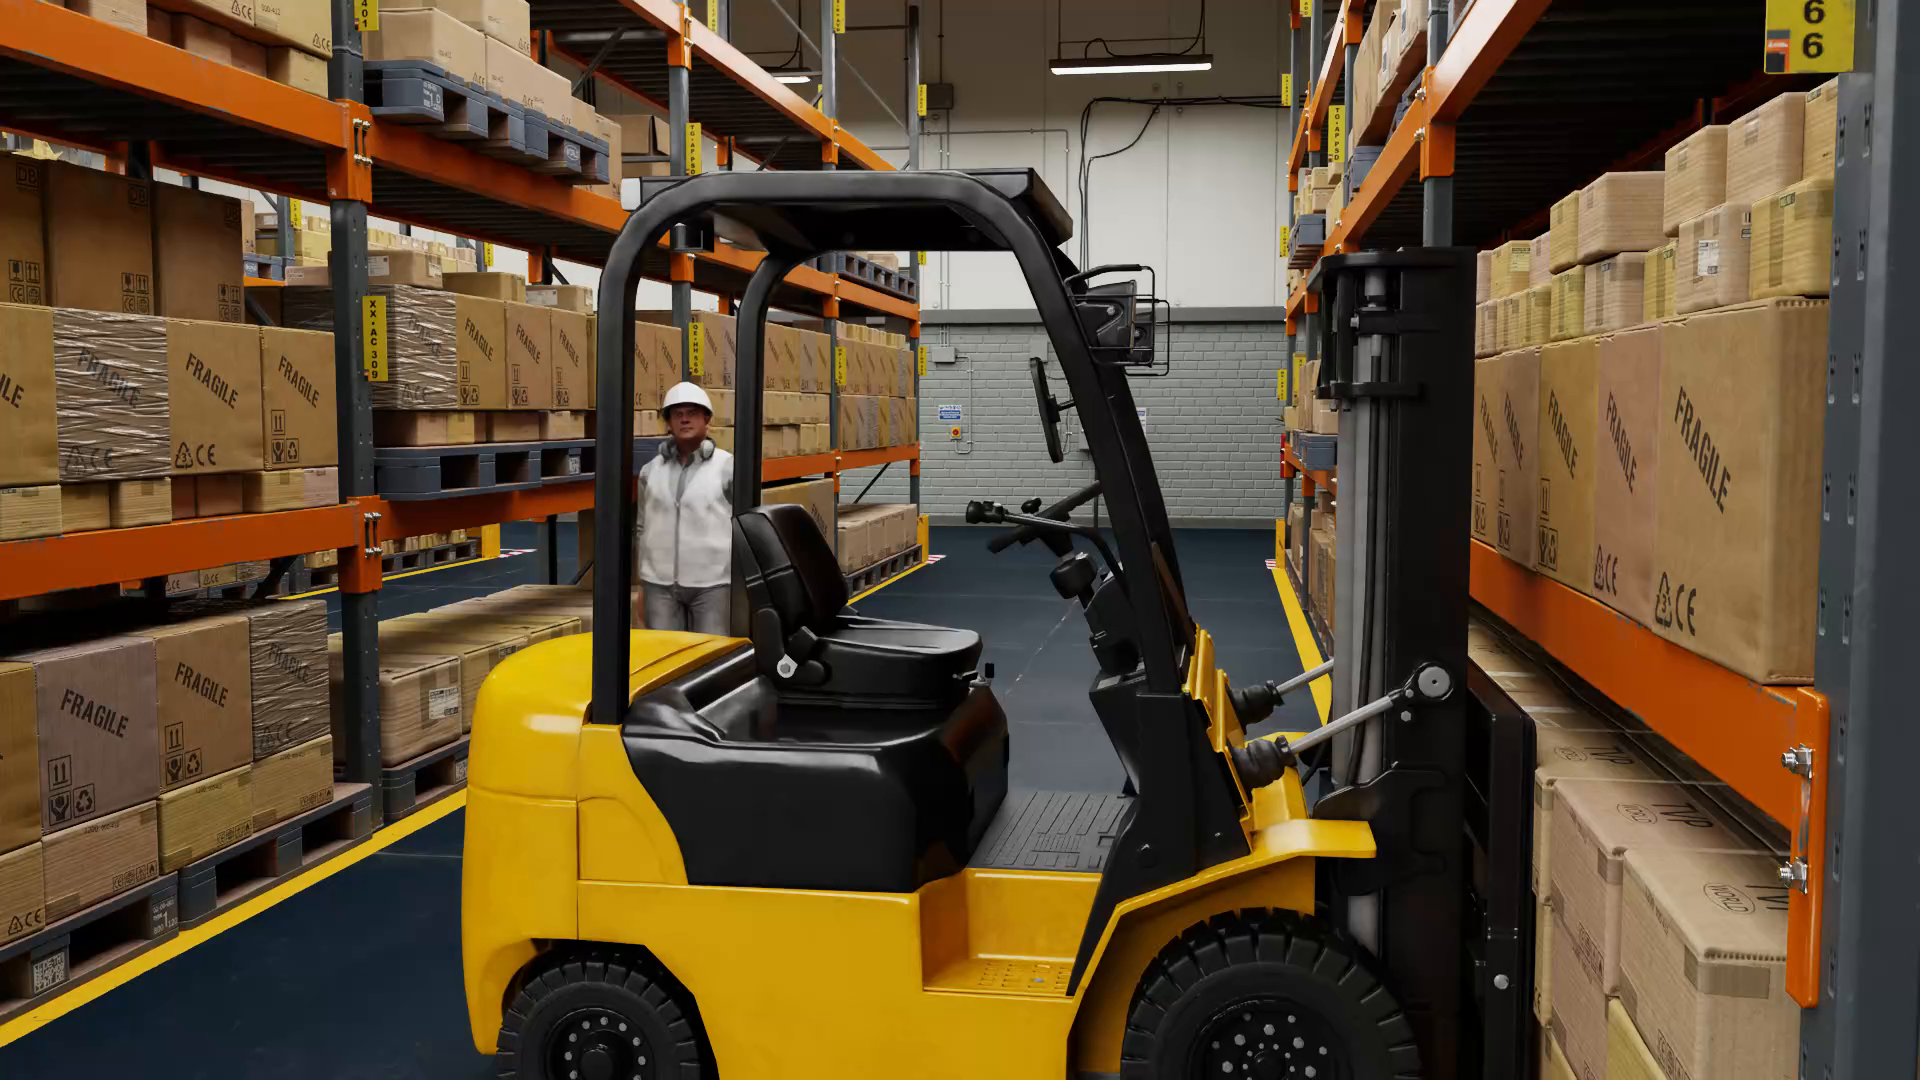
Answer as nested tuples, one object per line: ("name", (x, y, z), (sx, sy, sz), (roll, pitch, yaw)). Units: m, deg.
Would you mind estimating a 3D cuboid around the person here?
("person", (-1.164, 0.187, 7.312), (0.541, 1.759, 0.625), (1, 4, 9))
